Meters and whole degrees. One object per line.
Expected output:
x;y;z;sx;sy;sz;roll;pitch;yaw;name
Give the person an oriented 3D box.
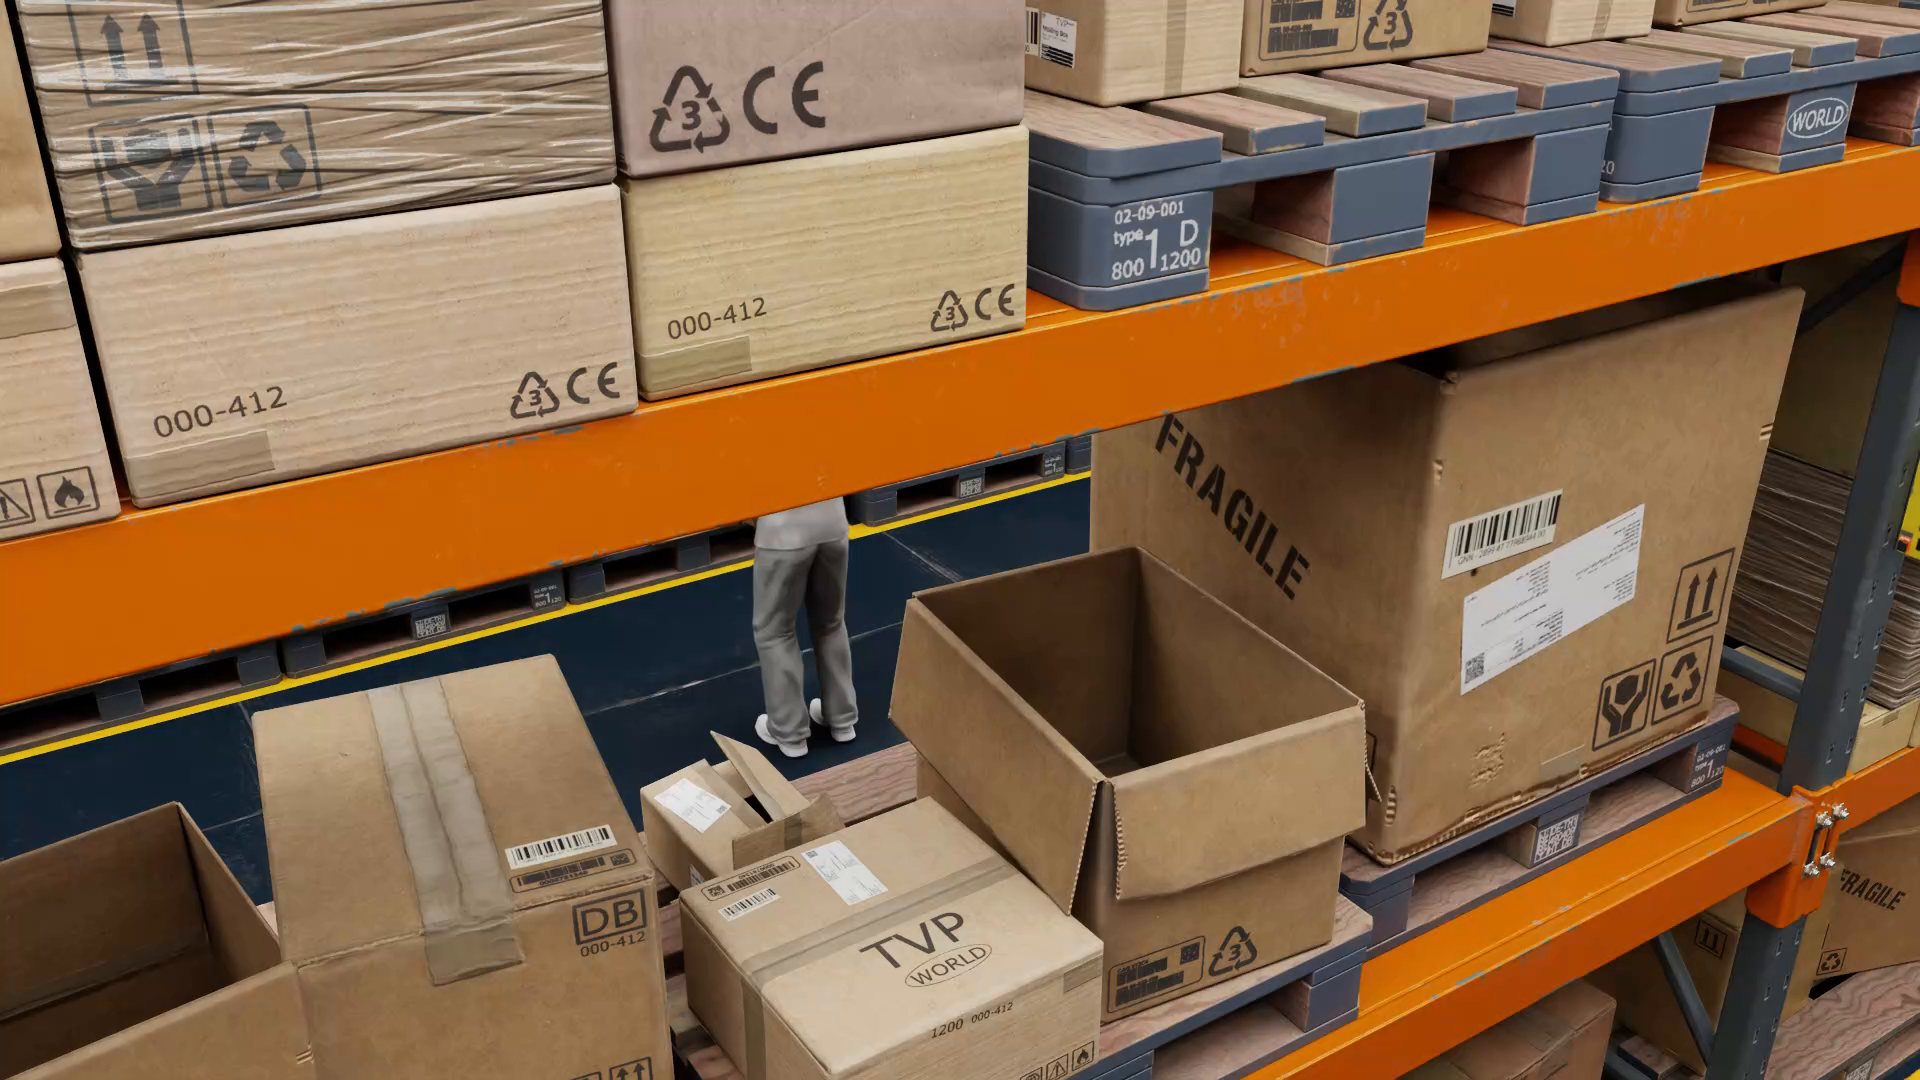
-0.633;-0.012;6.150;0.409;1.668;0.525;-16;30;-30;person
